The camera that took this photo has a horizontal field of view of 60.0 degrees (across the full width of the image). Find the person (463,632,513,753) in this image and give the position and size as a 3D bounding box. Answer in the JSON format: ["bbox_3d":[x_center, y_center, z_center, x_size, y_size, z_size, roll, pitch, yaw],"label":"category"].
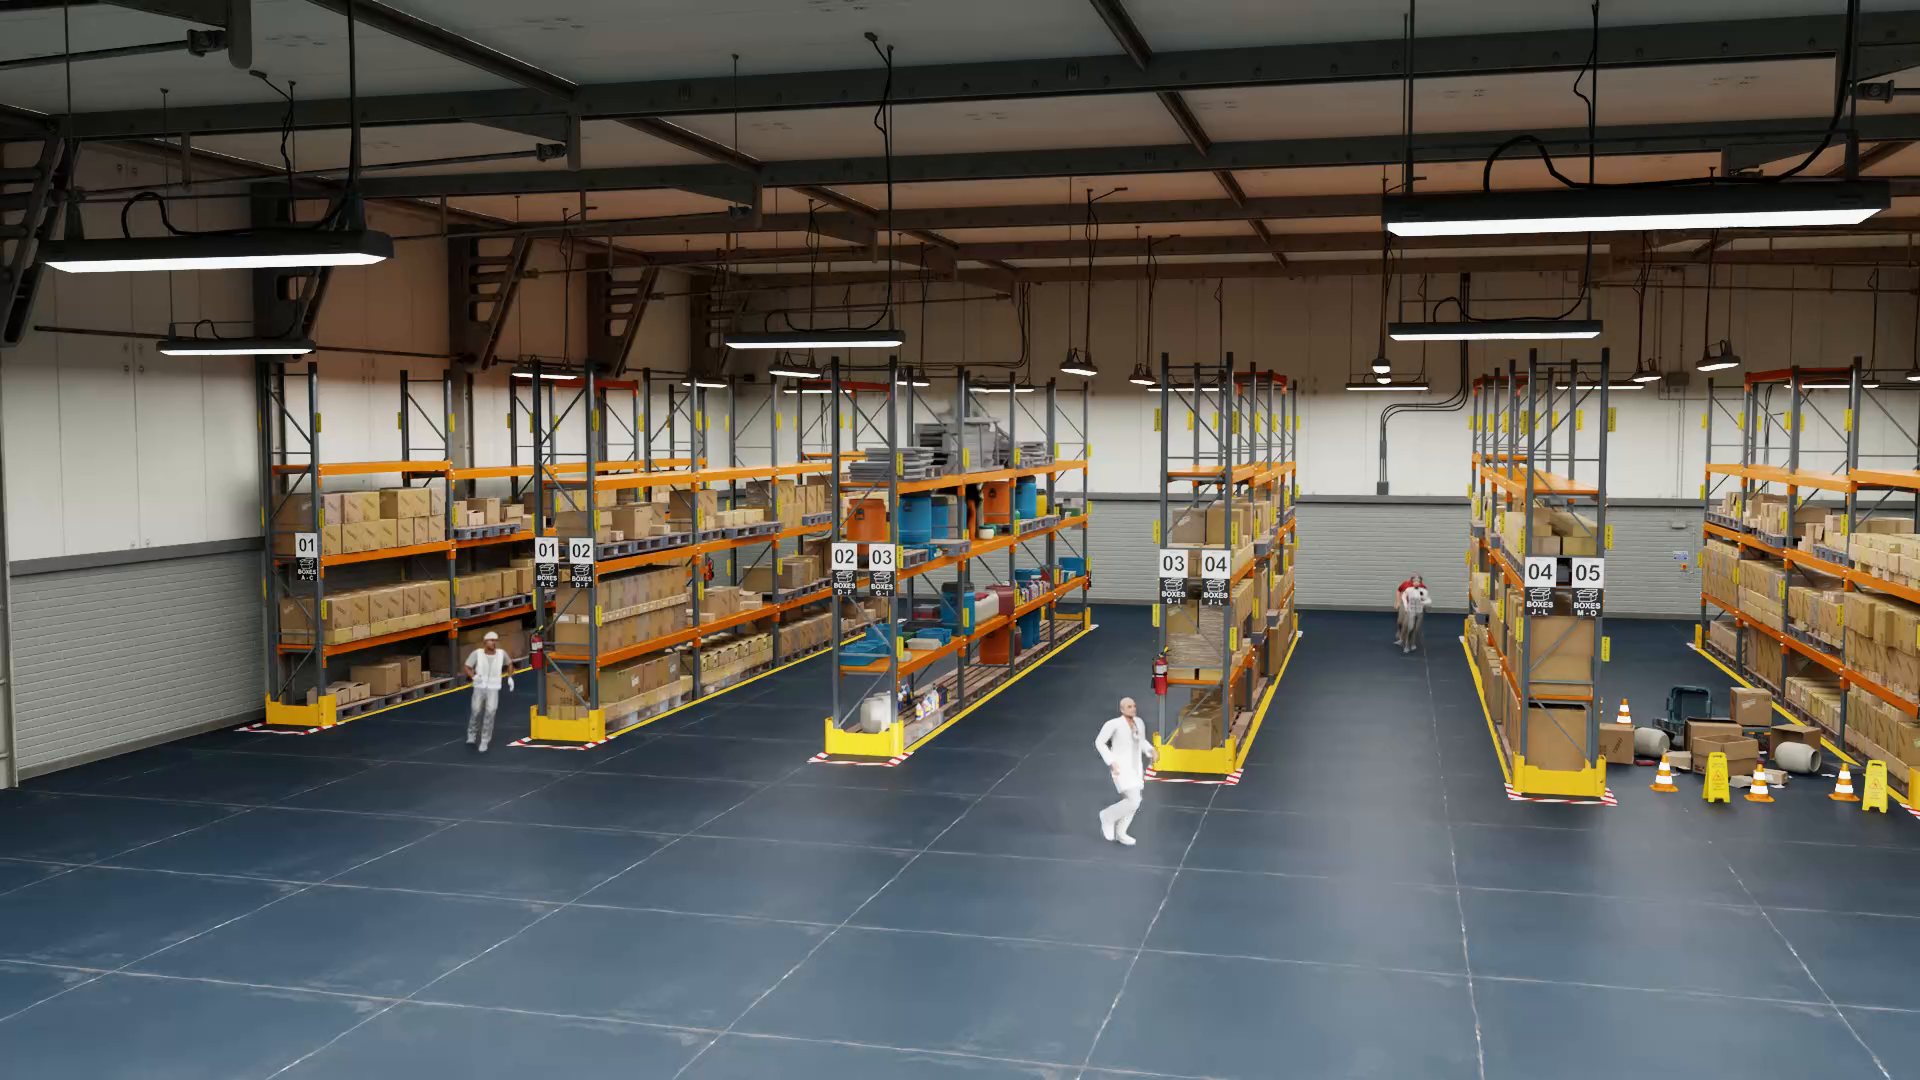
[{"bbox_3d":[-7.261,2.316,25.618,0.749,1.818,0.735,-1,4,-19],"label":"person"}]

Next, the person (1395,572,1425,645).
[{"bbox_3d":[10.187,1.537,37.566,0.699,1.651,0.561,2,5,27],"label":"person"}]

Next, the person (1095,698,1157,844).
[{"bbox_3d":[2.018,2.742,19.751,0.692,1.747,0.649,-4,5,-42],"label":"person"}]

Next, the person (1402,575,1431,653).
[{"bbox_3d":[9.960,1.617,36.277,0.612,1.734,0.678,1,4,13],"label":"person"}]
